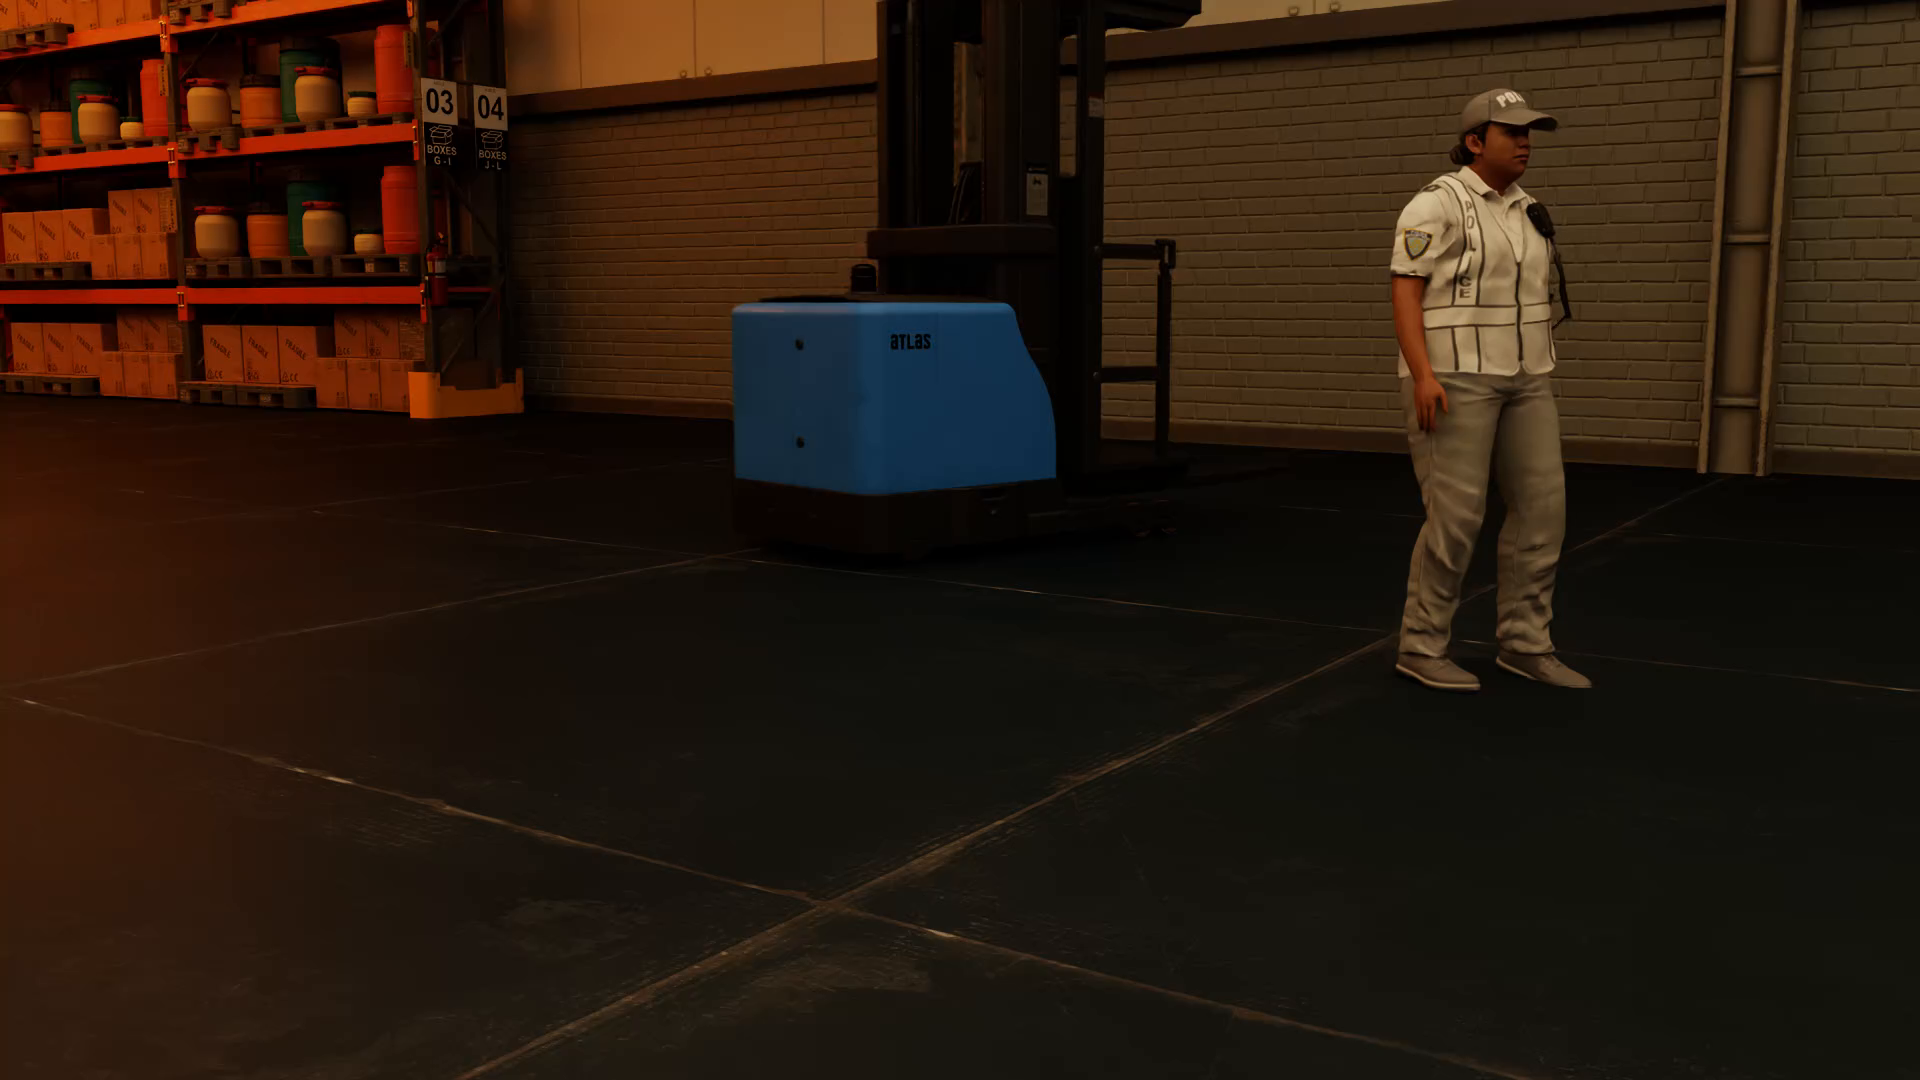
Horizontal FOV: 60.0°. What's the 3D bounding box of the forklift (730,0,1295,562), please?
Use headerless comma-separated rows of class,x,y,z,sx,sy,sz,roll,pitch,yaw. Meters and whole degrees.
forklift,0.418,-1.512,7.825,3.031,2.935,1.130,-7,11,-41

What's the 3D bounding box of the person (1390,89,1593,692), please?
person,1.499,-0.410,4.695,0.555,1.693,0.486,-4,9,-26
